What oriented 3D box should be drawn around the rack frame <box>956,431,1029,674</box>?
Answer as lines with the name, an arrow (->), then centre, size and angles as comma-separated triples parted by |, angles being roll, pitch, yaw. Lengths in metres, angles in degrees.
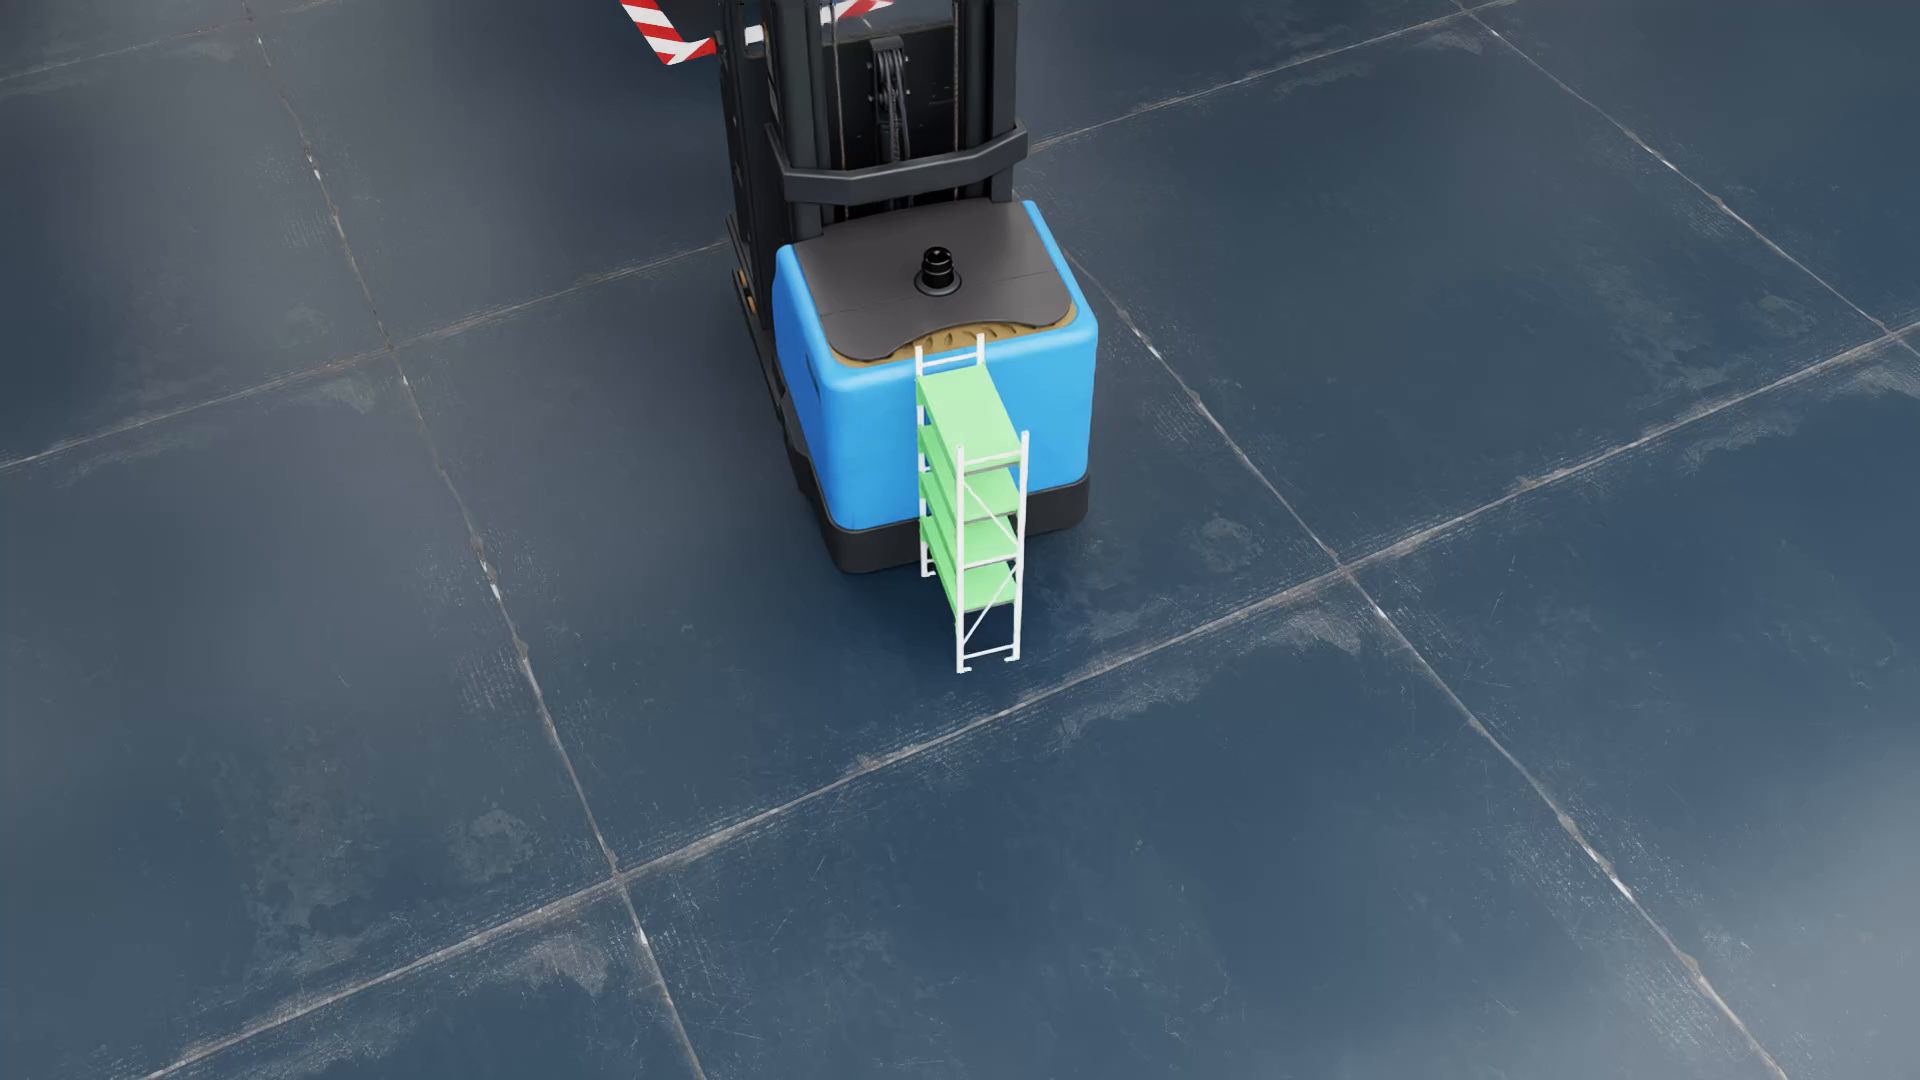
rack frame -> 0.105, 0.074, 5.781 | 0.240, 1.200, 0.015 | -13, 50, -11

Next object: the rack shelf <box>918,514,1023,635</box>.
rack shelf -> 0.035, 0.098, 6.164 | 0.258, 0.148, 0.480 | -13, 50, -11

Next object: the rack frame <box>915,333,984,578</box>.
rack frame -> -0.035, -0.278, 6.089 | 0.240, 1.200, 0.015 | -13, 50, -11

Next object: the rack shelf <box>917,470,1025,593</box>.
rack shelf -> 0.035, -0.060, 5.983 | 0.258, 0.148, 0.480 | -13, 50, -11

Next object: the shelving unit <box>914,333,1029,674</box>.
shelving unit -> 0.035, -0.102, 5.935 | 0.258, 1.200, 0.503 | -13, 50, -11

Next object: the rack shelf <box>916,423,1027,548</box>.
rack shelf -> 0.035, -0.218, 5.802 | 0.258, 0.148, 0.480 | -13, 50, -11

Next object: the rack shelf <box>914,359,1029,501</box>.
rack shelf -> 0.035, -0.376, 5.622 | 0.258, 0.148, 0.480 | -13, 50, -11

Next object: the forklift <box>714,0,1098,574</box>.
forklift -> -0.400, -1.973, 6.421 | 1.130, 2.935, 3.031 | -13, 50, -11
